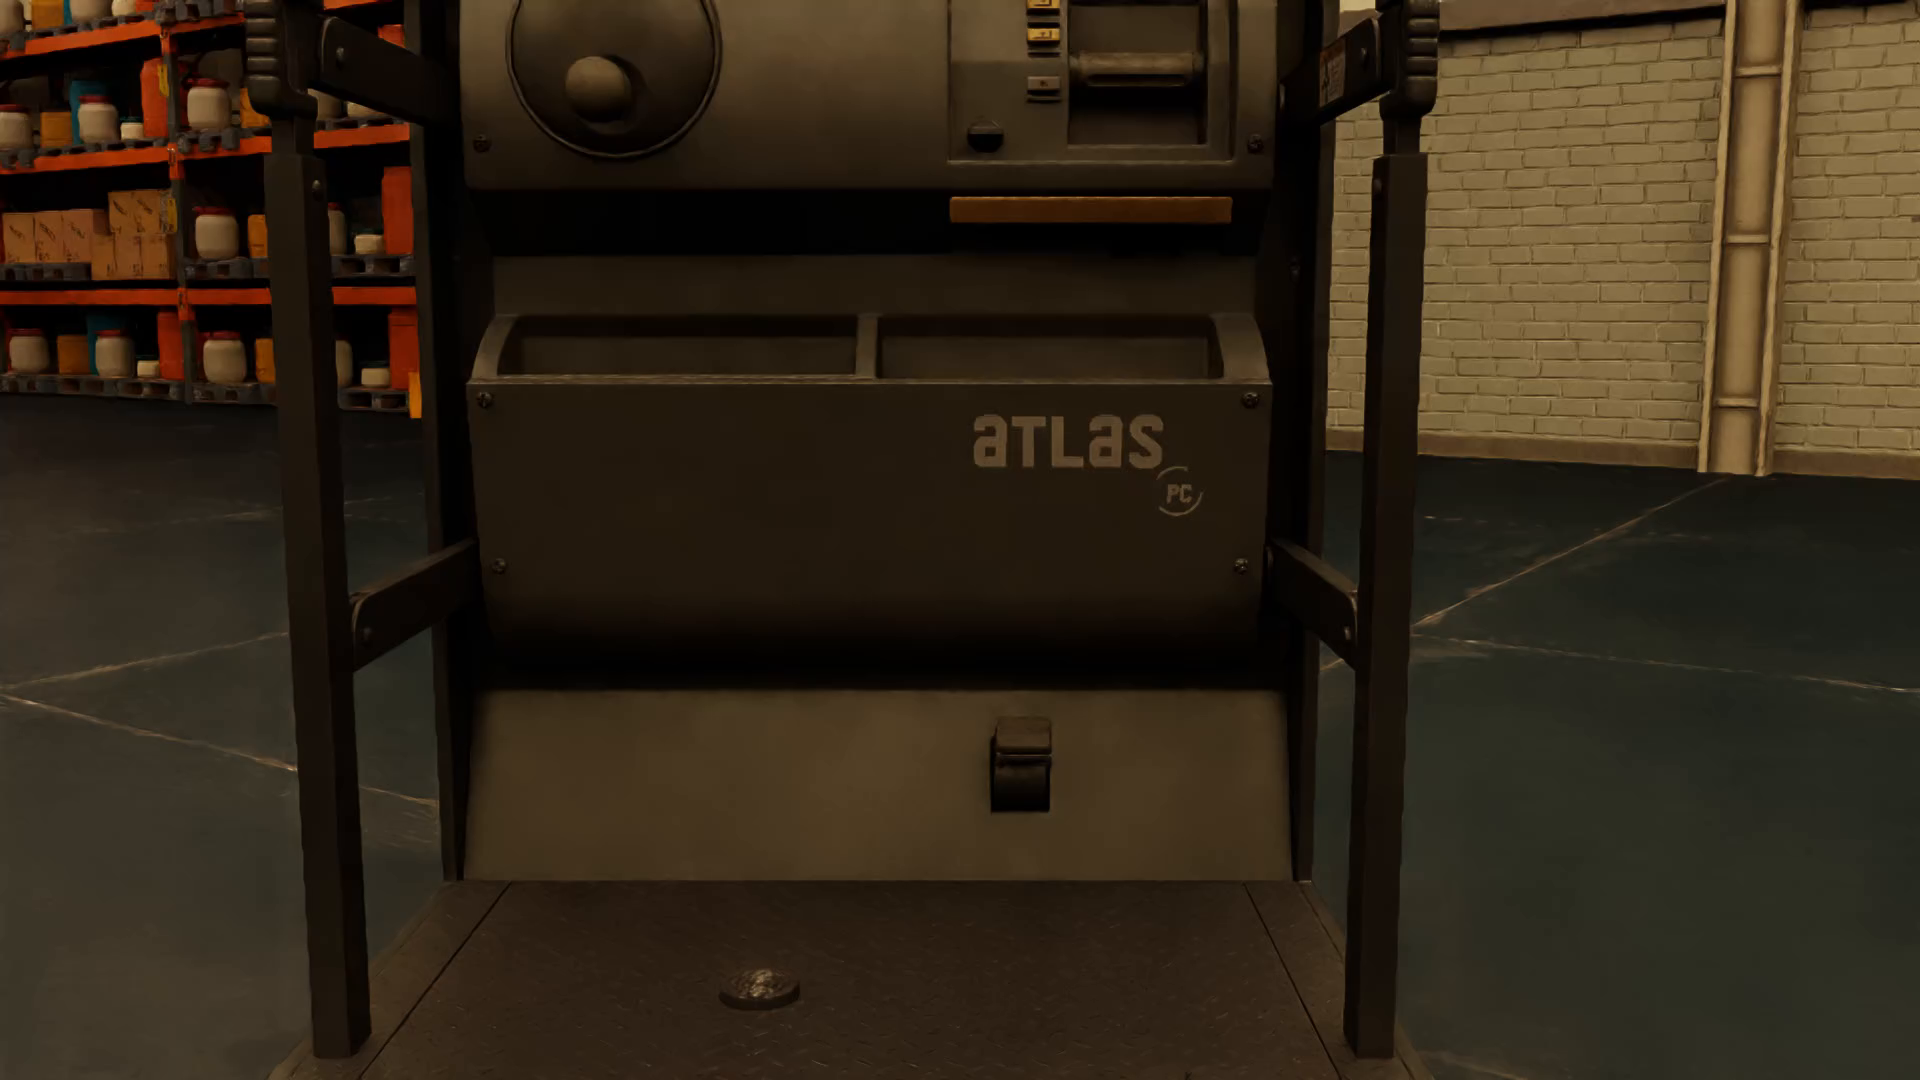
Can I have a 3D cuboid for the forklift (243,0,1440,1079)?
[{"bbox_3d":[-0.102,-0.643,1.711,1.130,2.935,3.031,0,8,0],"label":"forklift"}]
